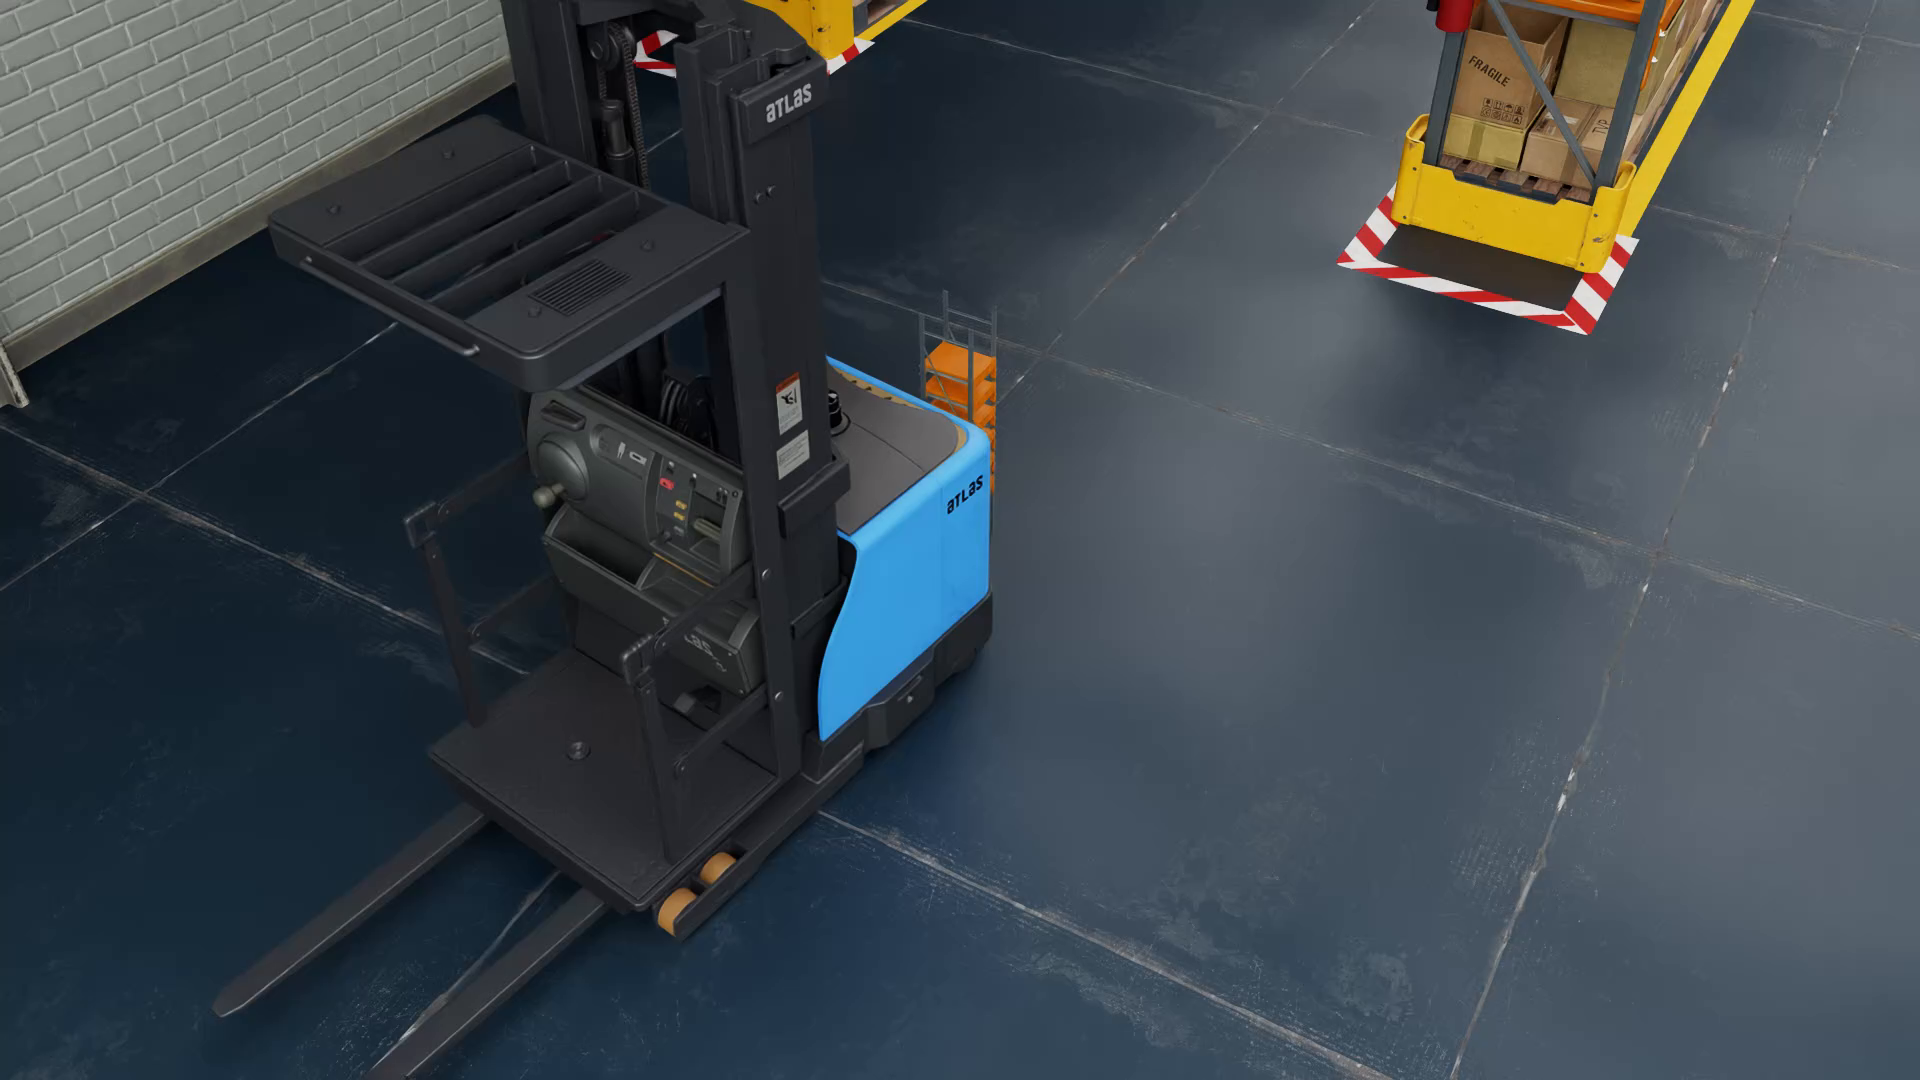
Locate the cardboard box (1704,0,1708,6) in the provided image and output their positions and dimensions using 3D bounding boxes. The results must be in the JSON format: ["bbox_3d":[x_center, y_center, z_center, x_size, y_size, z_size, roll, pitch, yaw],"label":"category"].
[{"bbox_3d":[4.440,-3.625,10.292,0.500,0.500,0.500,21,45,22],"label":"cardboard box"}]

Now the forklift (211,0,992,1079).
[{"bbox_3d":[-1.172,-0.114,5.162,1.130,2.935,3.031,27,48,27],"label":"forklift"}]

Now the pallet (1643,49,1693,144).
[{"bbox_3d":[3.946,-2.937,10.425,1.003,0.211,1.213,21,45,22],"label":"pallet"}]

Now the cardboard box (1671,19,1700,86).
[{"bbox_3d":[4.201,-3.053,10.210,0.500,0.250,0.500,21,45,22],"label":"cardboard box"}]

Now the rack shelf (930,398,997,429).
[{"bbox_3d":[-0.007,-0.499,6.794,0.258,0.103,0.180,21,45,22],"label":"rack shelf"}]

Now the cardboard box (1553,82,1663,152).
[{"bbox_3d":[3.696,-2.483,9.562,0.500,0.250,0.500,21,45,22],"label":"cardboard box"}]

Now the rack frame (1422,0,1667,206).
[{"bbox_3d":[2.988,-2.836,8.201,1.000,3.000,0.127,21,45,22],"label":"rack frame"}]

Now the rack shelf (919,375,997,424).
[{"bbox_3d":[-0.007,-0.589,6.715,0.258,0.103,0.180,21,45,22],"label":"rack shelf"}]

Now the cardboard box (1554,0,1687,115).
[{"bbox_3d":[3.698,-2.763,9.314,0.500,0.500,0.500,21,45,22],"label":"cardboard box"}]

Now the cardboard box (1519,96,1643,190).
[{"bbox_3d":[3.449,-2.195,9.236,0.500,0.250,0.500,21,45,22],"label":"cardboard box"}]

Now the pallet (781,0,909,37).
[{"bbox_3d":[-0.827,-3.923,11.545,1.003,0.211,1.213,21,45,22],"label":"pallet"}]

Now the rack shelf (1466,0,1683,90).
[{"bbox_3d":[3.989,-3.711,9.738,1.077,0.370,4.000,21,45,22],"label":"rack shelf"}]

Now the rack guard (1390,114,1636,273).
[{"bbox_3d":[2.976,-1.884,9.012,1.175,0.500,0.348,21,45,22],"label":"rack guard"}]

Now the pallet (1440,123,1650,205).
[{"bbox_3d":[3.335,-2.241,9.635,1.003,0.211,1.213,21,45,22],"label":"pallet"}]

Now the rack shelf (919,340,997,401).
[{"bbox_3d":[-0.007,-0.679,6.635,0.258,0.103,0.180,21,45,22],"label":"rack shelf"}]

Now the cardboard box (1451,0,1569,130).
[{"bbox_3d":[2.999,-2.649,9.183,0.500,0.500,0.500,21,45,22],"label":"cardboard box"}]

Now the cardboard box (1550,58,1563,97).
[{"bbox_3d":[3.240,-2.657,9.760,0.500,0.250,0.500,21,45,22],"label":"cardboard box"}]

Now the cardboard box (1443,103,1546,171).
[{"bbox_3d":[3.001,-2.366,9.430,0.500,0.250,0.500,21,45,22],"label":"cardboard box"}]

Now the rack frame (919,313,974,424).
[{"bbox_3d":[-0.053,-0.390,6.785,0.240,1.200,0.006,21,45,22],"label":"rack frame"}]

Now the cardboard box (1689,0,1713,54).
[{"bbox_3d":[4.451,-3.339,10.535,0.500,0.250,0.500,21,45,22],"label":"cardboard box"}]

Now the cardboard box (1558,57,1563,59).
[{"bbox_3d":[3.489,-2.943,10.085,0.500,0.250,0.500,21,45,22],"label":"cardboard box"}]

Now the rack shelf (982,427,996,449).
[{"bbox_3d":[-0.007,-0.409,6.873,0.258,0.103,0.180,21,45,22],"label":"rack shelf"}]

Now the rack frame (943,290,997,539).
[{"bbox_3d":[0.039,-0.494,6.904,0.240,1.200,0.006,21,45,22],"label":"rack frame"}]

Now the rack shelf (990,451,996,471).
[{"bbox_3d":[-0.007,-0.319,6.953,0.258,0.103,0.180,21,45,22],"label":"rack shelf"}]

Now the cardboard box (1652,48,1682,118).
[{"bbox_3d":[3.947,-2.768,9.887,0.500,0.250,0.500,21,45,22],"label":"cardboard box"}]

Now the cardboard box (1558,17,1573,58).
[{"bbox_3d":[3.487,-3.226,9.839,0.500,0.500,0.500,21,45,22],"label":"cardboard box"}]

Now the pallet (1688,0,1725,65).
[{"bbox_3d":[4.556,-3.637,11.221,1.003,0.211,1.213,21,45,22],"label":"pallet"}]

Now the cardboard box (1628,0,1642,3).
[{"bbox_3d":[3.233,-3.137,8.467,0.700,0.500,0.500,21,45,22],"label":"cardboard box"}]

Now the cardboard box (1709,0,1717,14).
[{"bbox_3d":[4.688,-3.630,10.865,0.500,0.250,0.500,21,45,22],"label":"cardboard box"}]

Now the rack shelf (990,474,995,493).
[{"bbox_3d":[-0.007,-0.229,7.032,0.258,0.103,0.180,21,45,22],"label":"rack shelf"}]

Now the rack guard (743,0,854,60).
[{"bbox_3d":[-1.265,-3.578,10.934,1.175,0.500,0.348,21,45,22],"label":"rack guard"}]

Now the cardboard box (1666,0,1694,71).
[{"bbox_3d":[3.937,-3.054,9.643,0.500,0.500,0.500,21,45,22],"label":"cardboard box"}]

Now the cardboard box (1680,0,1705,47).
[{"bbox_3d":[4.202,-3.334,9.962,0.500,0.500,0.500,21,45,22],"label":"cardboard box"}]

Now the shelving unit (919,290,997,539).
[{"bbox_3d":[-0.007,-0.442,6.844,0.258,1.200,0.189,21,45,22],"label":"shelving unit"}]

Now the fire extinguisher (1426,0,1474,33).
[{"bbox_3d":[2.527,-2.893,8.324,0.296,0.674,0.183,21,45,22],"label":"fire extinguisher"}]
